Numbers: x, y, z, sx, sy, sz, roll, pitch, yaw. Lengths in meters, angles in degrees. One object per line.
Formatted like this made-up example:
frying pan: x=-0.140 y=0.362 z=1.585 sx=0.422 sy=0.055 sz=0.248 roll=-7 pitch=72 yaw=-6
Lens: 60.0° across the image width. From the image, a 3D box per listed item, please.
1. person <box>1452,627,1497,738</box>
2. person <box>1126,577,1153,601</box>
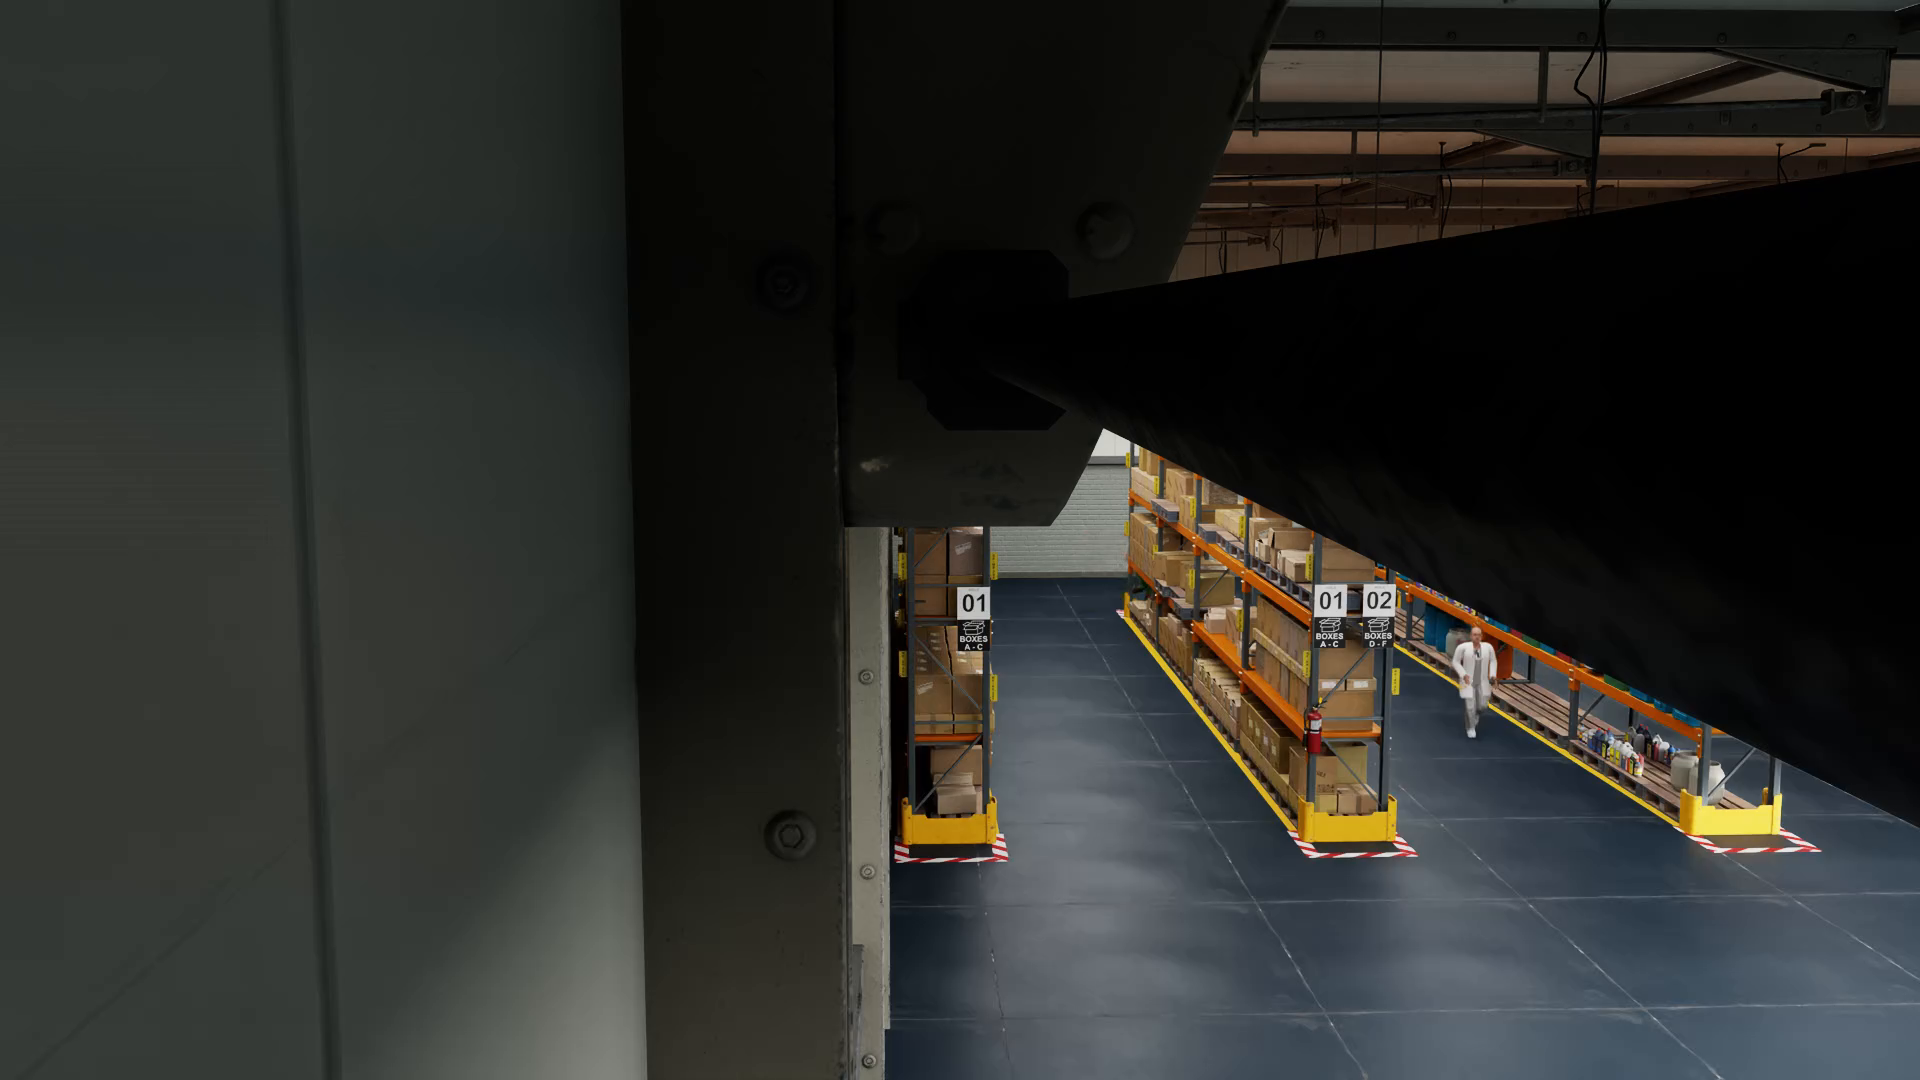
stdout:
person: x=7.963 y=2.193 z=25.733 sx=0.701 sy=1.724 sz=0.662 roll=0 pitch=7 yaw=1
person: x=4.116 y=0.670 z=37.438 sx=0.856 sy=1.746 sz=0.665 roll=1 pitch=7 yaw=11
